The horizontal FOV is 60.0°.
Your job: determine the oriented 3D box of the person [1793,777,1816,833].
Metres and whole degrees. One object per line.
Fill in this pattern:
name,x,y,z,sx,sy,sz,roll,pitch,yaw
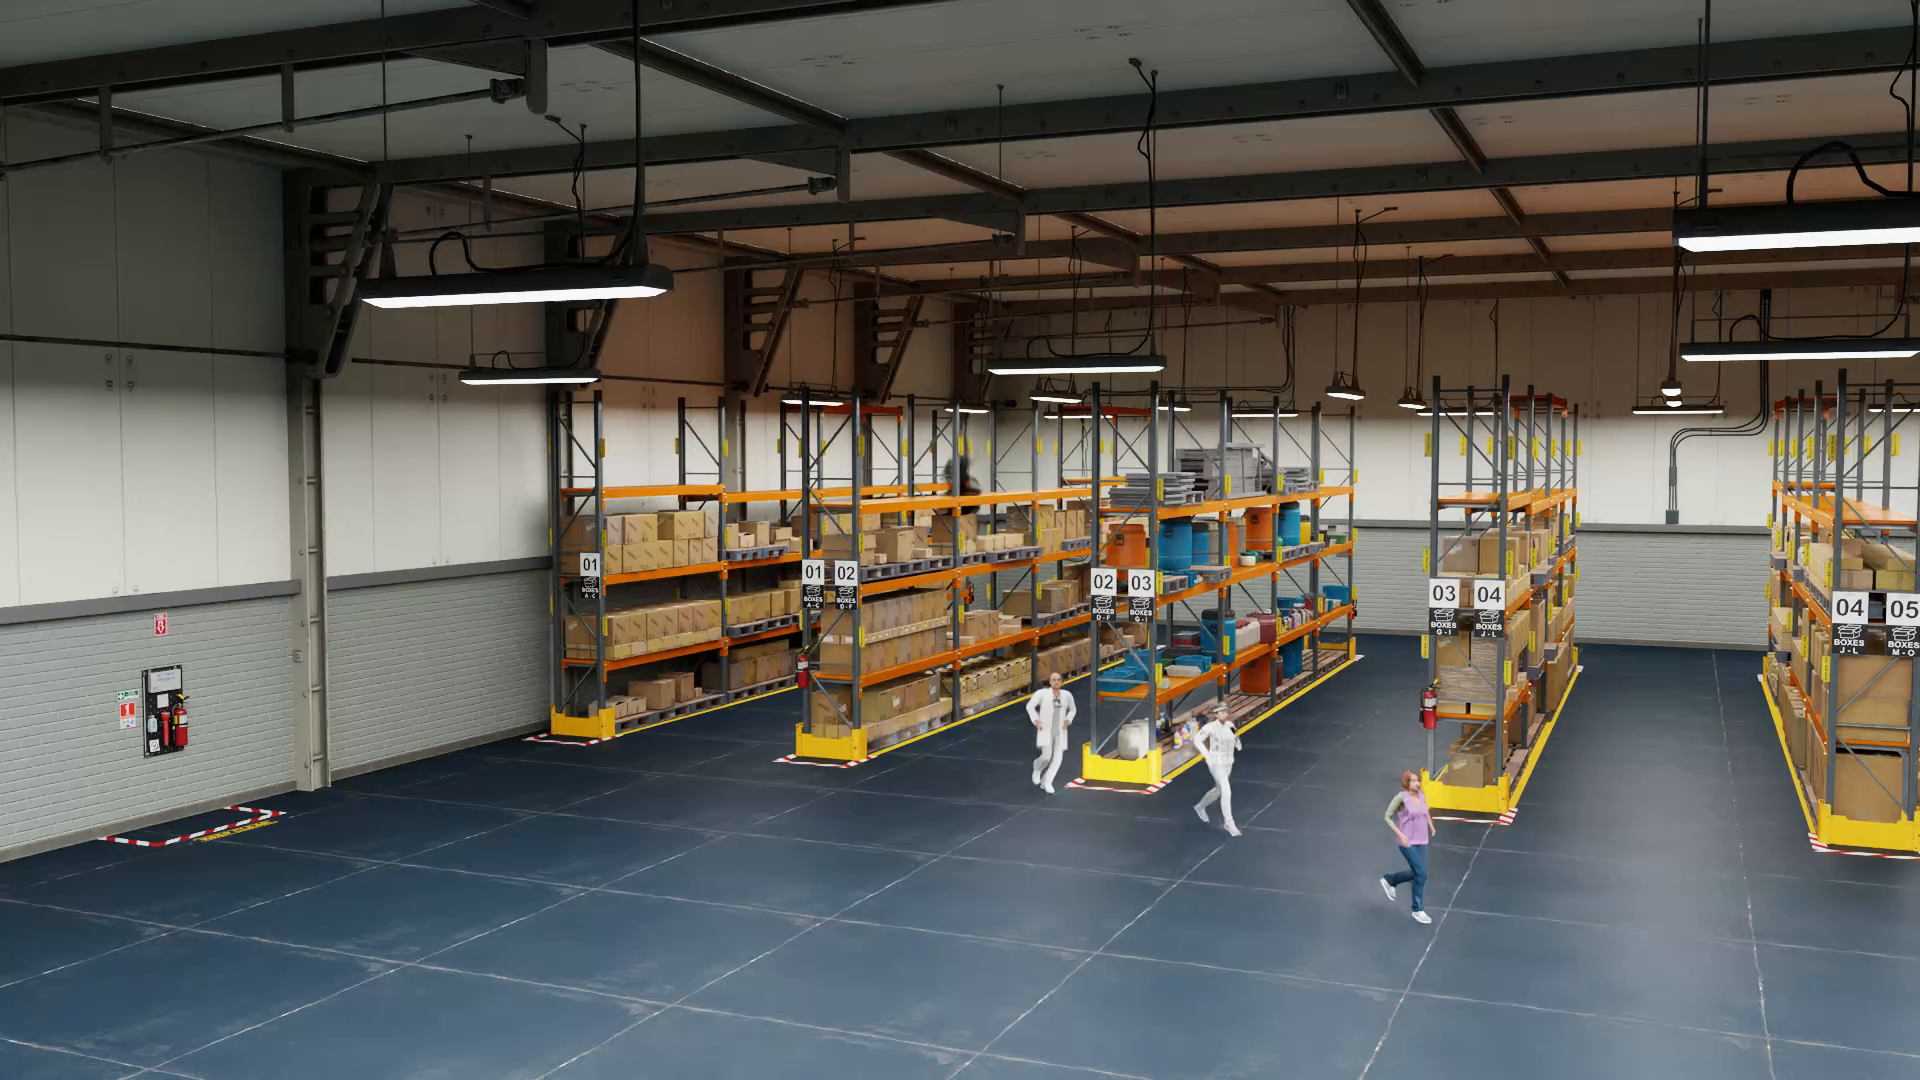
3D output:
person,17.155,2.721,26.207,8.407,1.721,12.763,1,3,19

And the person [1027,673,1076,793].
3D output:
person,1.357,2.799,24.281,0.739,1.731,0.601,-1,3,-12

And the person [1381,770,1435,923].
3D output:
person,4.788,3.241,17.780,0.533,1.590,0.697,-2,4,-31

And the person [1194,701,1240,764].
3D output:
person,3.416,2.501,21.760,0.597,0.818,0.451,-2,4,-36
